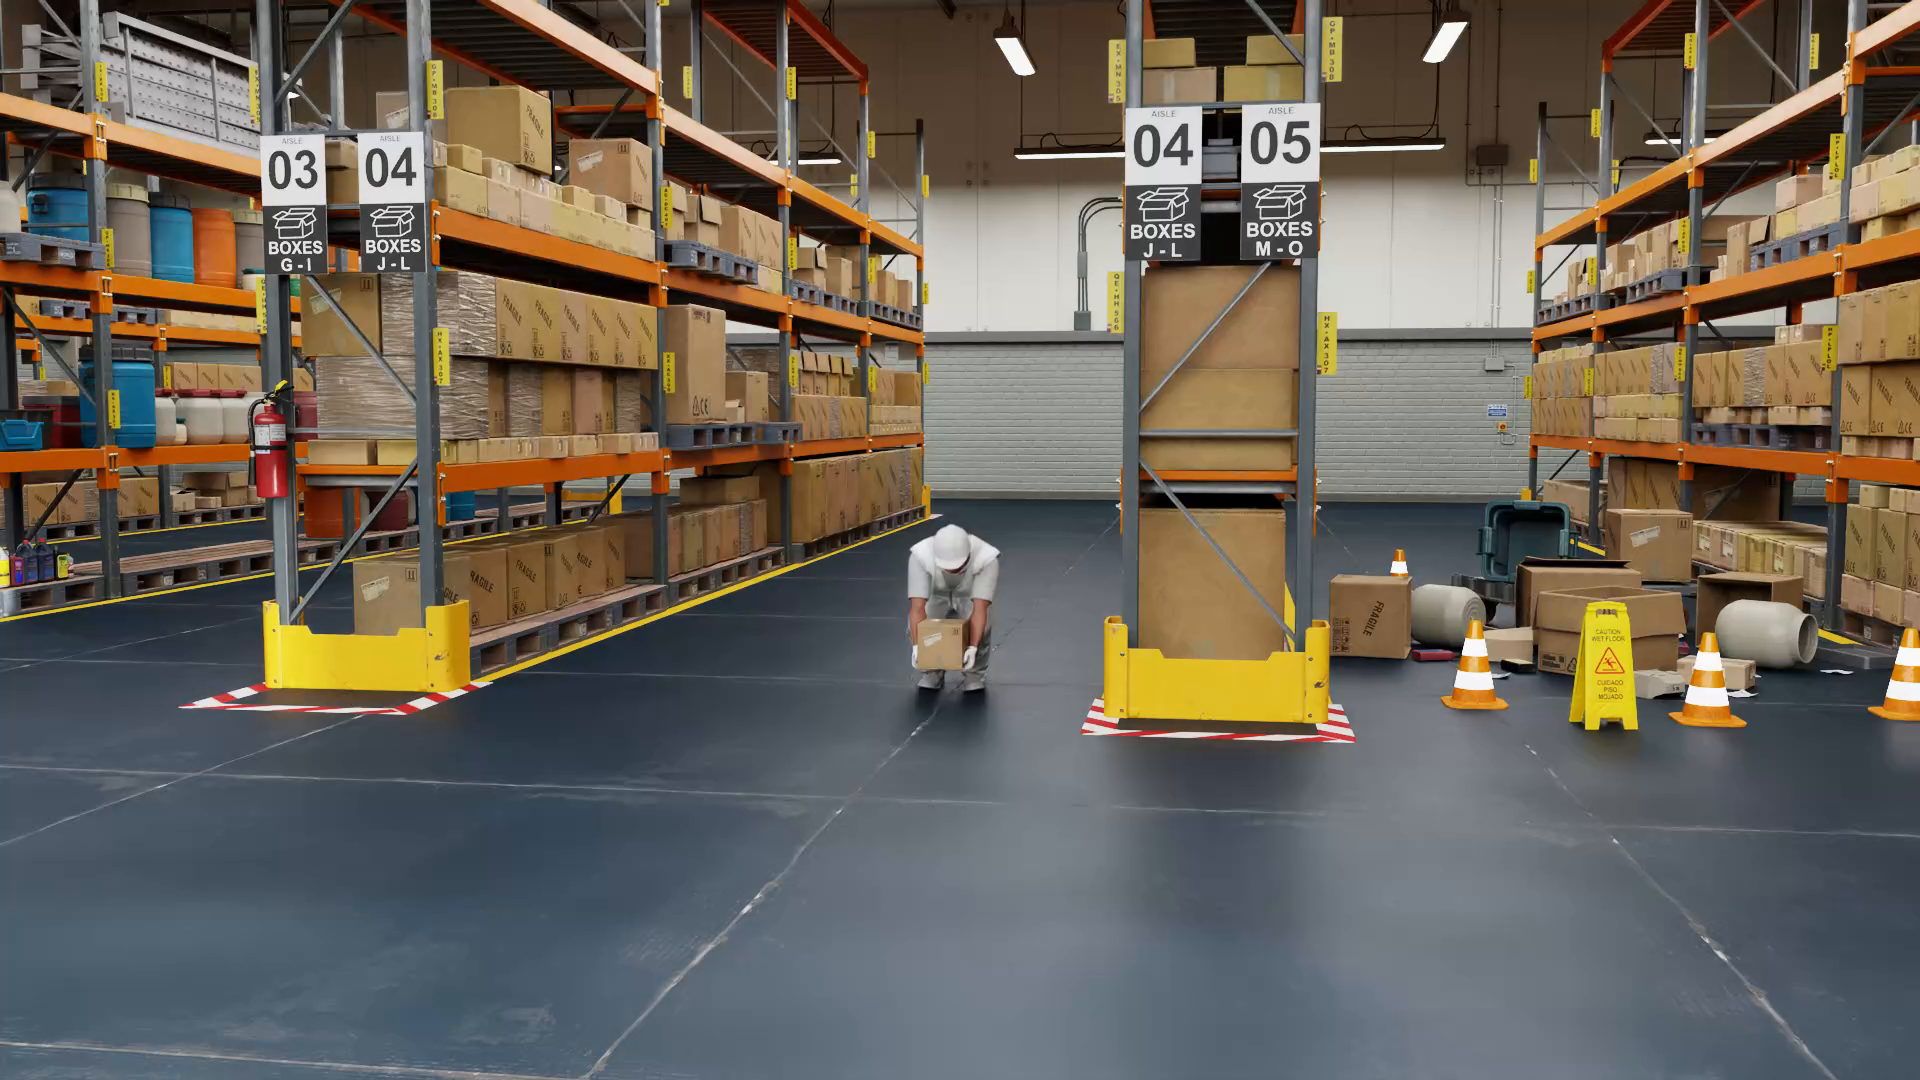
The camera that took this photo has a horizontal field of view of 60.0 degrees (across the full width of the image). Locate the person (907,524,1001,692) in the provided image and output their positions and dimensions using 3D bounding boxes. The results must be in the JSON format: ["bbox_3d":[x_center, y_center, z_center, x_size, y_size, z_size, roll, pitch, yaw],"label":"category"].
[{"bbox_3d":[-0.028,0.384,9.605,0.555,1.001,0.926,1,4,7],"label":"person"}]
